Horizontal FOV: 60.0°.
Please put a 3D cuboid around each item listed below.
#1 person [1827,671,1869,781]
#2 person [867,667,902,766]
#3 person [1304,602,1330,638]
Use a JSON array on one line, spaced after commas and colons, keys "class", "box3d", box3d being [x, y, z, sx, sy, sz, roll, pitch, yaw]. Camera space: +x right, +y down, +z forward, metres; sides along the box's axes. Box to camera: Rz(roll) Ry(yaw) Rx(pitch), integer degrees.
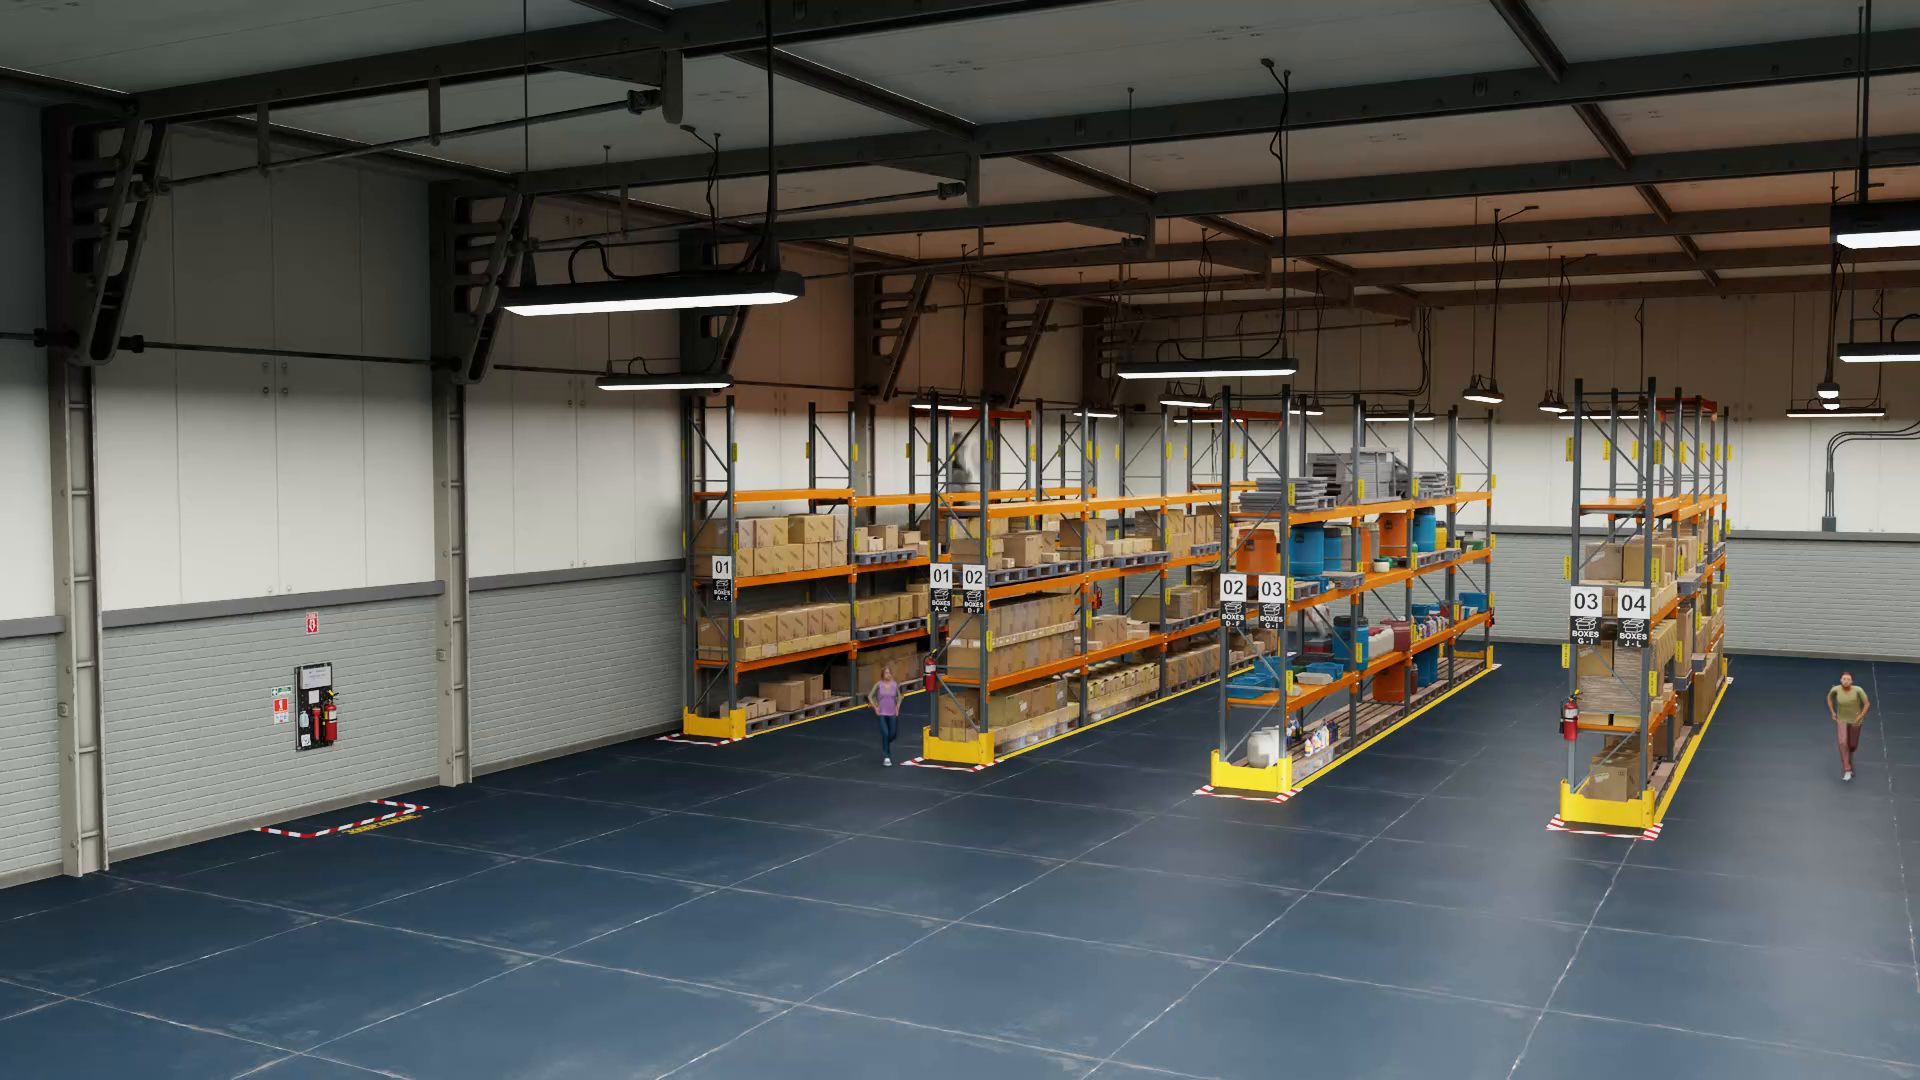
[{"class": "person", "box3d": [13.768, 2.842, 25.798, 0.581, 1.661, 1.011, 2, 3, 27]}, {"class": "person", "box3d": [-1.214, 2.817, 26.806, 0.563, 1.576, 0.571, -1, 3, -17]}, {"class": "person", "box3d": [8.894, 2.030, 41.178, 0.642, 1.701, 0.641, -1, 3, -25]}]
